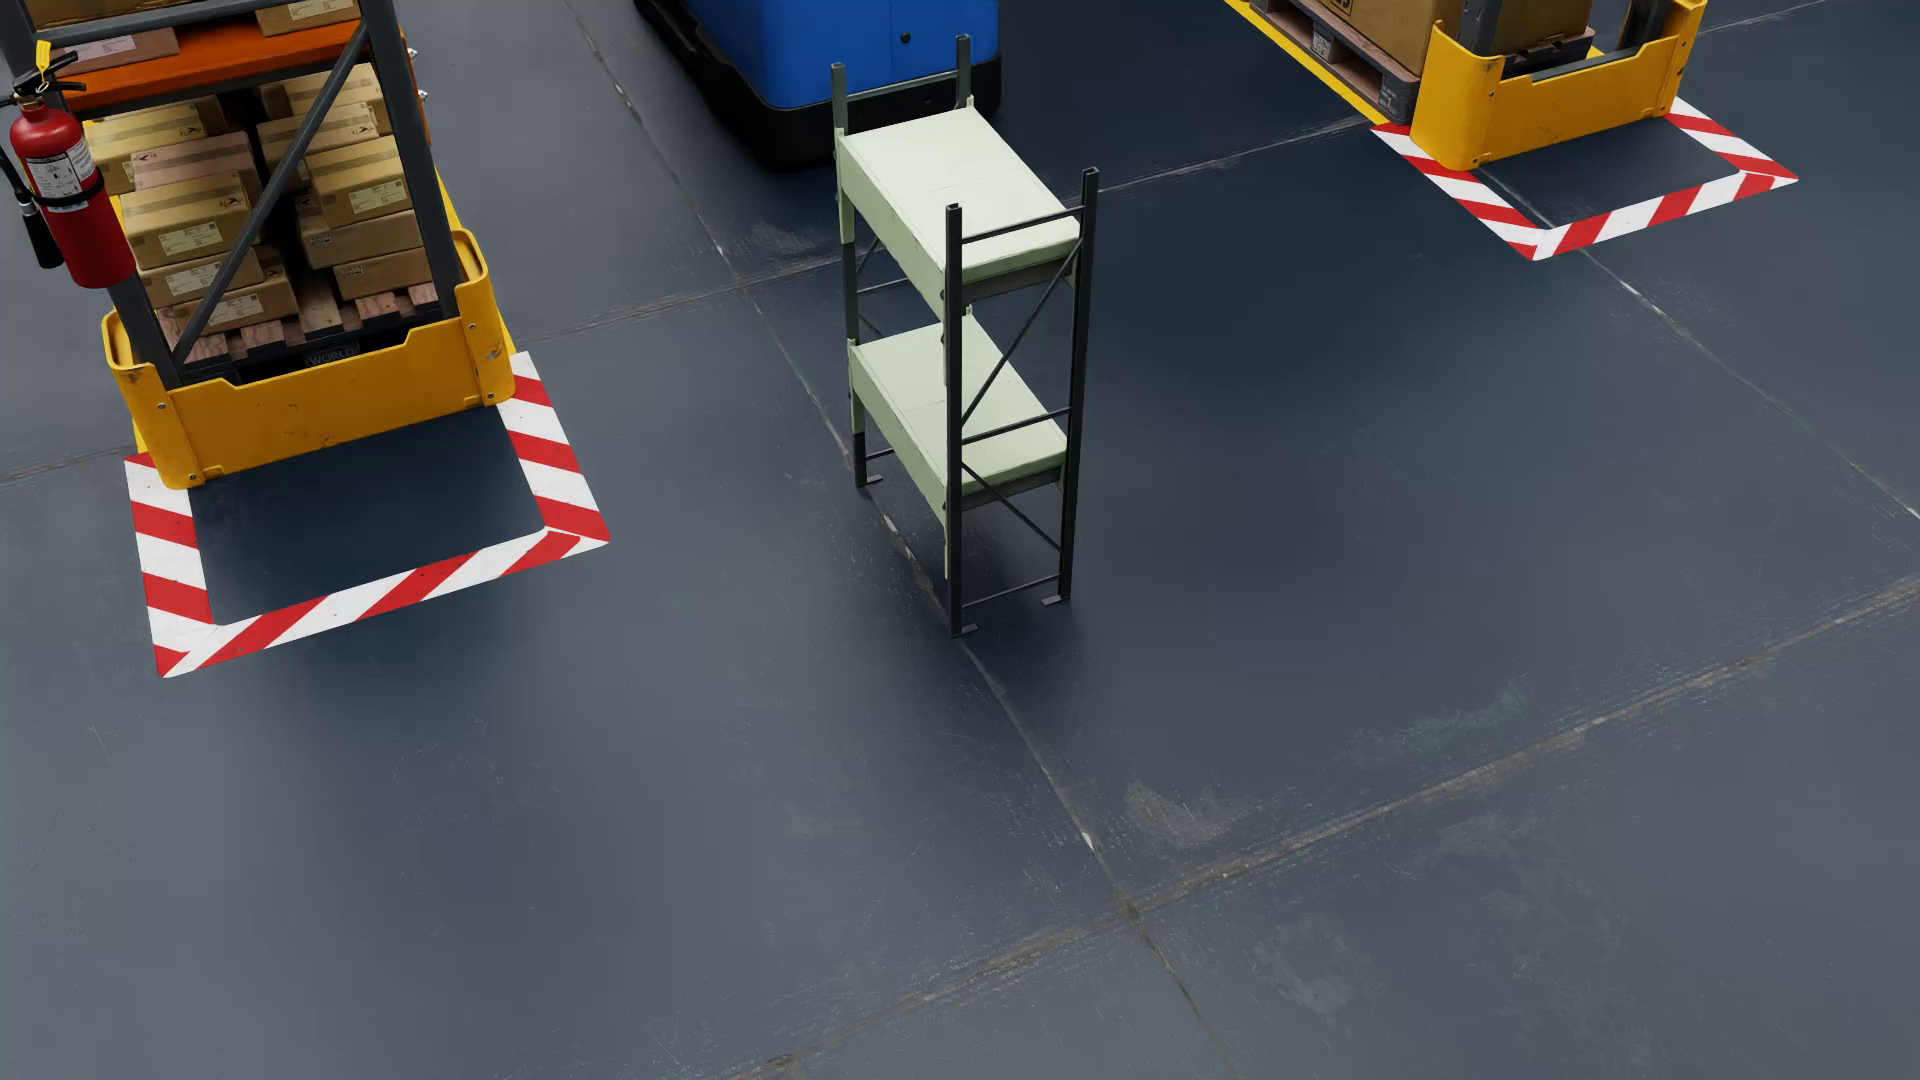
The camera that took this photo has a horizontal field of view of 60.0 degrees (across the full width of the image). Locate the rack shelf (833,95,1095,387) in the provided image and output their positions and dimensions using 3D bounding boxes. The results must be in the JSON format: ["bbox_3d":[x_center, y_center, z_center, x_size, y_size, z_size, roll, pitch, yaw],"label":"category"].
[{"bbox_3d":[-0.003,-0.816,4.453,0.431,0.370,0.720,-18,47,-17],"label":"rack shelf"}]

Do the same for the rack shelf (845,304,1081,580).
[{"bbox_3d":[-0.003,-0.306,4.957,0.431,0.370,0.720,-18,47,-17],"label":"rack shelf"}]

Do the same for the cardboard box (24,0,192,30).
[{"bbox_3d":[-2.514,-1.801,4.657,0.500,0.500,0.500,-17,47,-17],"label":"cardboard box"}]

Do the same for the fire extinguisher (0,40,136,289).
[{"bbox_3d":[-2.404,-0.992,4.441,0.296,0.674,0.183,-18,47,-17],"label":"fire extinguisher"}]

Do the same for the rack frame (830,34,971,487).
[{"bbox_3d":[-0.157,-0.771,4.964,0.400,1.500,0.023,-18,47,-17],"label":"rack frame"}]

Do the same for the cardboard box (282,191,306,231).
[{"bbox_3d":[-2.316,-1.311,6.174,0.380,0.149,0.250,-18,47,-17],"label":"cardboard box"}]

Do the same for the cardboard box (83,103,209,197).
[{"bbox_3d":[-2.821,-1.363,5.803,0.380,0.149,0.250,-19,48,-18],"label":"cardboard box"}]

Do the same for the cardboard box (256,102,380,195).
[{"bbox_3d":[-2.228,-1.370,5.810,0.380,0.149,0.250,-17,47,-17],"label":"cardboard box"}]

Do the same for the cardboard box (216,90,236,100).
[{"bbox_3d":[-3.149,-1.847,6.717,0.380,0.149,0.250,-17,47,-16],"label":"cardboard box"}]

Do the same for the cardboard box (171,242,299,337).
[{"bbox_3d":[-2.502,-0.858,5.715,0.380,0.149,0.250,-17,47,-17],"label":"cardboard box"}]

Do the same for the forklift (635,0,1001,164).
[{"bbox_3d":[-0.936,-3.594,6.806,1.130,2.935,3.031,-19,48,-18],"label":"forklift"}]

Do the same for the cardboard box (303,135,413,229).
[{"bbox_3d":[-2.003,-1.230,5.668,0.380,0.149,0.250,-20,48,-19],"label":"cardboard box"}]

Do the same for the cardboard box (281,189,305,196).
[{"bbox_3d":[-2.326,-1.421,6.073,0.380,0.149,0.250,-17,47,-17],"label":"cardboard box"}]

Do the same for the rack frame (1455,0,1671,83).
[{"bbox_3d":[2.452,-2.850,6.003,1.000,3.000,0.127,-18,47,-17],"label":"rack frame"}]

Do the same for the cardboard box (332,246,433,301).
[{"bbox_3d":[-2.021,-1.013,5.871,0.380,0.149,0.250,-17,47,-17],"label":"cardboard box"}]

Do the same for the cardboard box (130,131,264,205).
[{"bbox_3d":[-2.597,-1.236,5.674,0.380,0.149,0.250,-17,47,-17],"label":"cardboard box"}]

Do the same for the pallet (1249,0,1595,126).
[{"bbox_3d":[2.044,-2.344,7.475,1.003,0.211,1.213,-18,47,-17],"label":"pallet"}]

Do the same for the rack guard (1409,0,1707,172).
[{"bbox_3d":[2.462,-1.945,6.865,1.175,0.500,0.348,-18,47,-17],"label":"rack guard"}]

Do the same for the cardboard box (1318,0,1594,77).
[{"bbox_3d":[2.110,-2.627,6.991,0.875,0.875,0.875,-18,47,-17],"label":"cardboard box"}]

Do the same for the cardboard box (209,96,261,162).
[{"bbox_3d":[-2.812,-1.474,6.128,0.380,0.149,0.250,-19,48,-18],"label":"cardboard box"}]

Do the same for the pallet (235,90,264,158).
[{"bbox_3d":[-2.942,-1.810,6.934,1.003,0.211,1.213,-18,47,-17],"label":"pallet"}]

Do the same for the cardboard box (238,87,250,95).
[{"bbox_3d":[-2.684,-1.918,6.577,0.380,0.149,0.250,-16,47,-15],"label":"cardboard box"}]

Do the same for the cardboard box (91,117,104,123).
[{"bbox_3d":[-3.036,-1.702,6.146,0.380,0.149,0.250,-16,47,-16],"label":"cardboard box"}]

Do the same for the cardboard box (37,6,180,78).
[{"bbox_3d":[-2.485,-1.484,4.798,0.380,0.149,0.250,-18,47,-17],"label":"cardboard box"}]

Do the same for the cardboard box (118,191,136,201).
[{"bbox_3d":[-2.792,-1.273,5.923,0.380,0.149,0.250,-20,48,-19],"label":"cardboard box"}]

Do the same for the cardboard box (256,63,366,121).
[{"bbox_3d":[-2.397,-1.702,6.147,0.380,0.149,0.250,-20,48,-19],"label":"cardboard box"}]

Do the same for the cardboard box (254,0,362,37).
[{"bbox_3d":[-1.930,-1.663,4.979,0.380,0.149,0.250,-18,48,-18],"label":"cardboard box"}]

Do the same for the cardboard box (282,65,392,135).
[{"bbox_3d":[-2.218,-1.569,6.011,0.380,0.149,0.250,-18,47,-18],"label":"cardboard box"}]

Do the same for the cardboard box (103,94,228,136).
[{"bbox_3d":[-2.873,-1.547,5.989,0.380,0.149,0.250,-20,48,-19],"label":"cardboard box"}]

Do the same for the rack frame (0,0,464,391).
[{"bbox_3d":[-2.091,-1.450,4.583,1.000,3.000,0.127,-18,47,-17],"label":"rack frame"}]

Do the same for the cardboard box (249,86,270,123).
[{"bbox_3d":[-2.533,-1.757,6.414,0.380,0.149,0.250,-20,48,-19],"label":"cardboard box"}]

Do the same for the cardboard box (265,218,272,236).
[{"bbox_3d":[-2.735,-1.186,6.047,0.380,0.149,0.250,-18,47,-18],"label":"cardboard box"}]

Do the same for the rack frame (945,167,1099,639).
[{"bbox_3d":[0.151,-0.305,4.491,0.400,1.500,0.023,-18,47,-17],"label":"rack frame"}]

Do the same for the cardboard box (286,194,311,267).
[{"bbox_3d":[-2.205,-1.155,6.016,0.380,0.149,0.250,-18,47,-18],"label":"cardboard box"}]

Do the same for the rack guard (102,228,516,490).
[{"bbox_3d":[-2.123,-0.608,5.510,1.175,0.500,0.348,-18,47,-17],"label":"rack guard"}]

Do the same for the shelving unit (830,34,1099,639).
[{"bbox_3d":[-0.003,-0.538,4.728,0.431,1.500,0.755,-18,47,-17],"label":"shelving unit"}]

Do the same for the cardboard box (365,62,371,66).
[{"bbox_3d":[-2.544,-1.826,6.695,0.380,0.149,0.250,-20,48,-19],"label":"cardboard box"}]

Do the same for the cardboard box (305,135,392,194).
[{"bbox_3d":[-2.142,-1.291,5.942,0.380,0.149,0.250,-18,47,-18],"label":"cardboard box"}]

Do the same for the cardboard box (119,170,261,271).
[{"bbox_3d":[-2.544,-1.059,5.494,0.380,0.149,0.250,-18,47,-17],"label":"cardboard box"}]

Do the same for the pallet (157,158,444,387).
[{"bbox_3d":[-2.433,-1.034,6.147,1.003,0.211,1.213,-18,47,-17],"label":"pallet"}]

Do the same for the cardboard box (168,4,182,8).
[{"bbox_3d":[-2.555,-1.654,4.969,0.380,0.149,0.250,-18,47,-17],"label":"cardboard box"}]

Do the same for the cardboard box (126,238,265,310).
[{"bbox_3d":[-2.572,-0.942,5.588,0.380,0.149,0.250,-19,48,-18],"label":"cardboard box"}]

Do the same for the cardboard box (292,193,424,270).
[{"bbox_3d":[-2.079,-1.100,5.748,0.380,0.149,0.250,-16,47,-16],"label":"cardboard box"}]

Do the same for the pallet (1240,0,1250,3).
[{"bbox_3d":[1.535,-3.120,8.262,1.003,0.211,1.213,-18,47,-17],"label":"pallet"}]

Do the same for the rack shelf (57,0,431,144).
[{"bbox_3d":[-2.932,-2.468,6.128,1.077,0.370,4.000,-18,47,-17],"label":"rack shelf"}]

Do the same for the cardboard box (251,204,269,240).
[{"bbox_3d":[-2.633,-1.125,5.773,0.380,0.149,0.250,-19,48,-18],"label":"cardboard box"}]

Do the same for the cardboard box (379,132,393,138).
[{"bbox_3d":[-2.335,-1.616,6.271,0.380,0.149,0.250,-17,47,-16],"label":"cardboard box"}]

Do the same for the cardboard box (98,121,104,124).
[{"bbox_3d":[-3.022,-1.599,6.254,0.380,0.149,0.250,-17,47,-17],"label":"cardboard box"}]
